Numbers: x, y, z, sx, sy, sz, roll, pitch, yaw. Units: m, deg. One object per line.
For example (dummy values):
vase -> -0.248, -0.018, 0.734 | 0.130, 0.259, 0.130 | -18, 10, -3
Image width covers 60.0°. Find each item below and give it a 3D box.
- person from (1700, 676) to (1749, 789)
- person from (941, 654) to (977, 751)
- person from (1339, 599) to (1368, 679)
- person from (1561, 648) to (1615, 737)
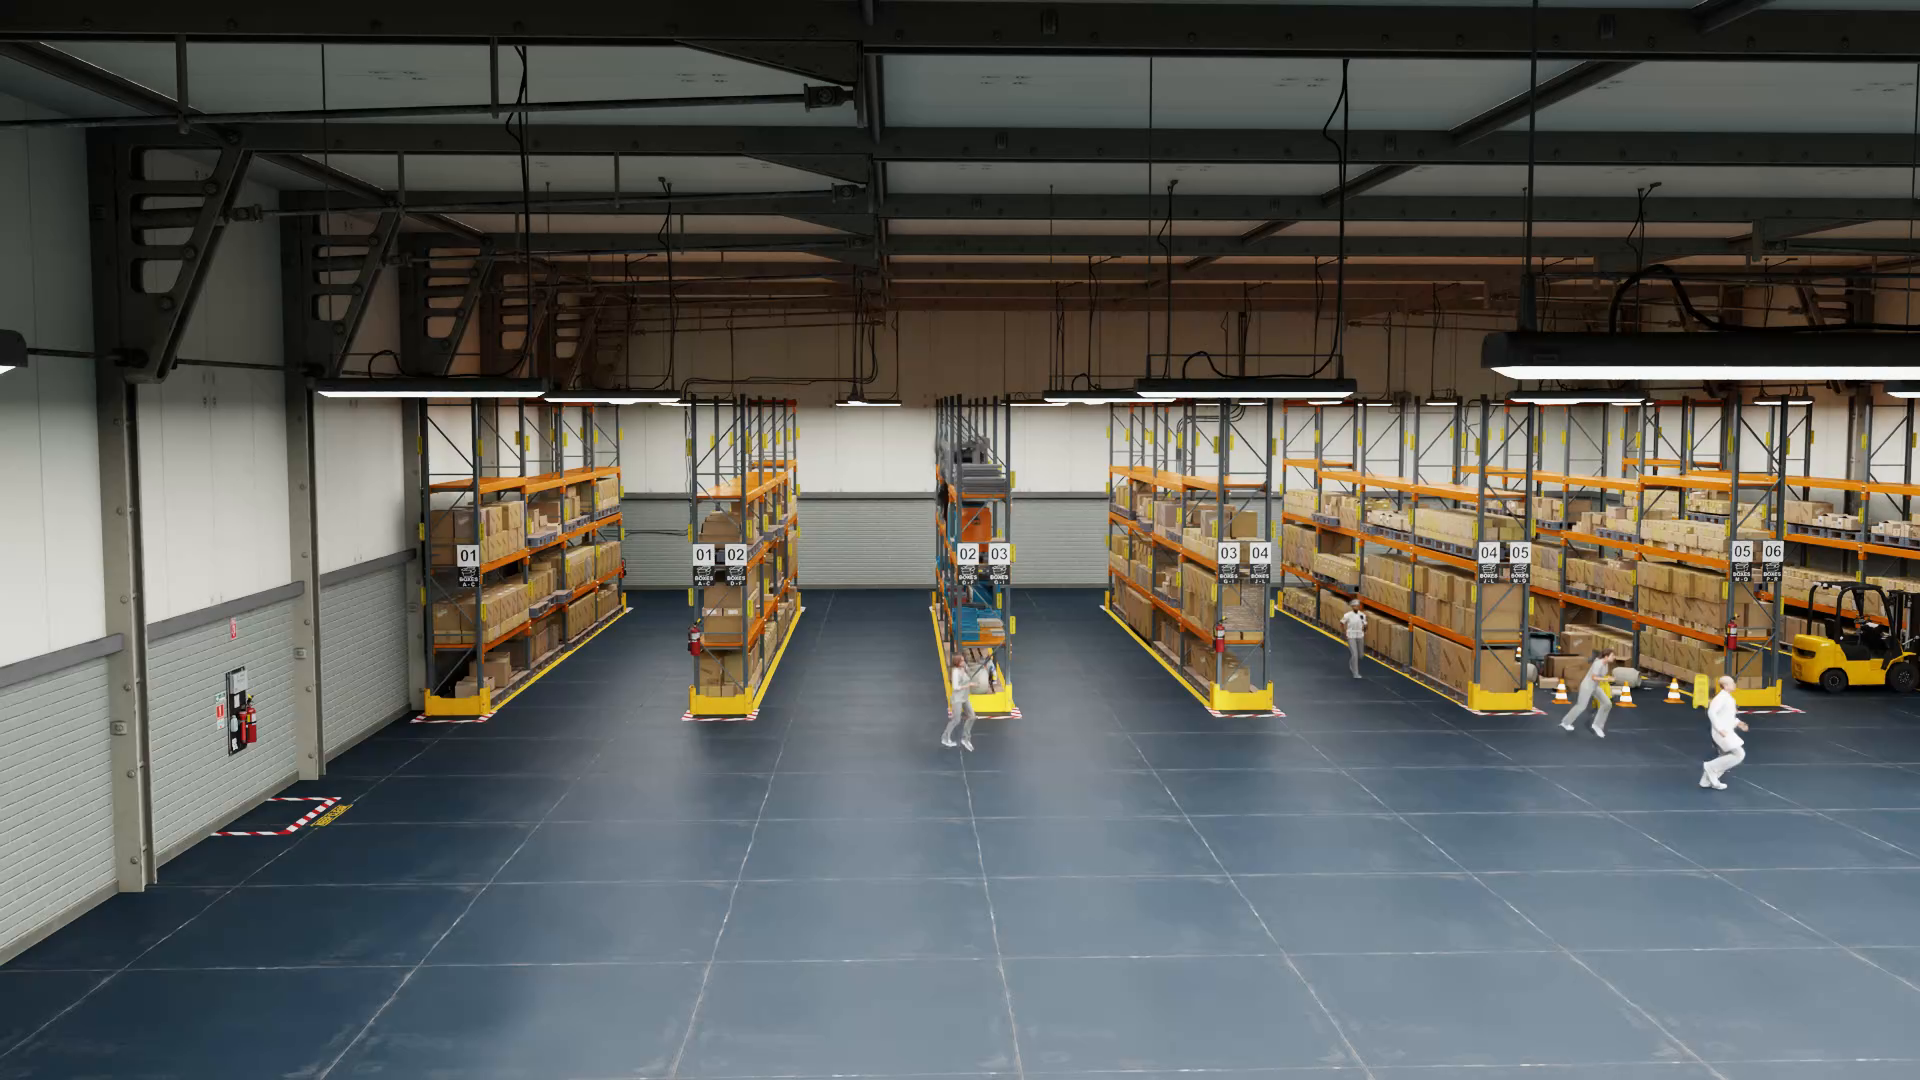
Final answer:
person -> 11.508, 2.900, 25.016 | 0.653, 1.715, 0.660 | 2, 5, 27
person -> 0.003, 2.729, 27.903 | 0.667, 1.639, 0.514 | 2, 5, 25
person -> 8.432, 2.087, 35.554 | 0.588, 1.669, 0.834 | -1, 5, -7
person -> 11.057, 2.659, 29.219 | 0.963, 1.606, 0.600 | 4, 6, 41
